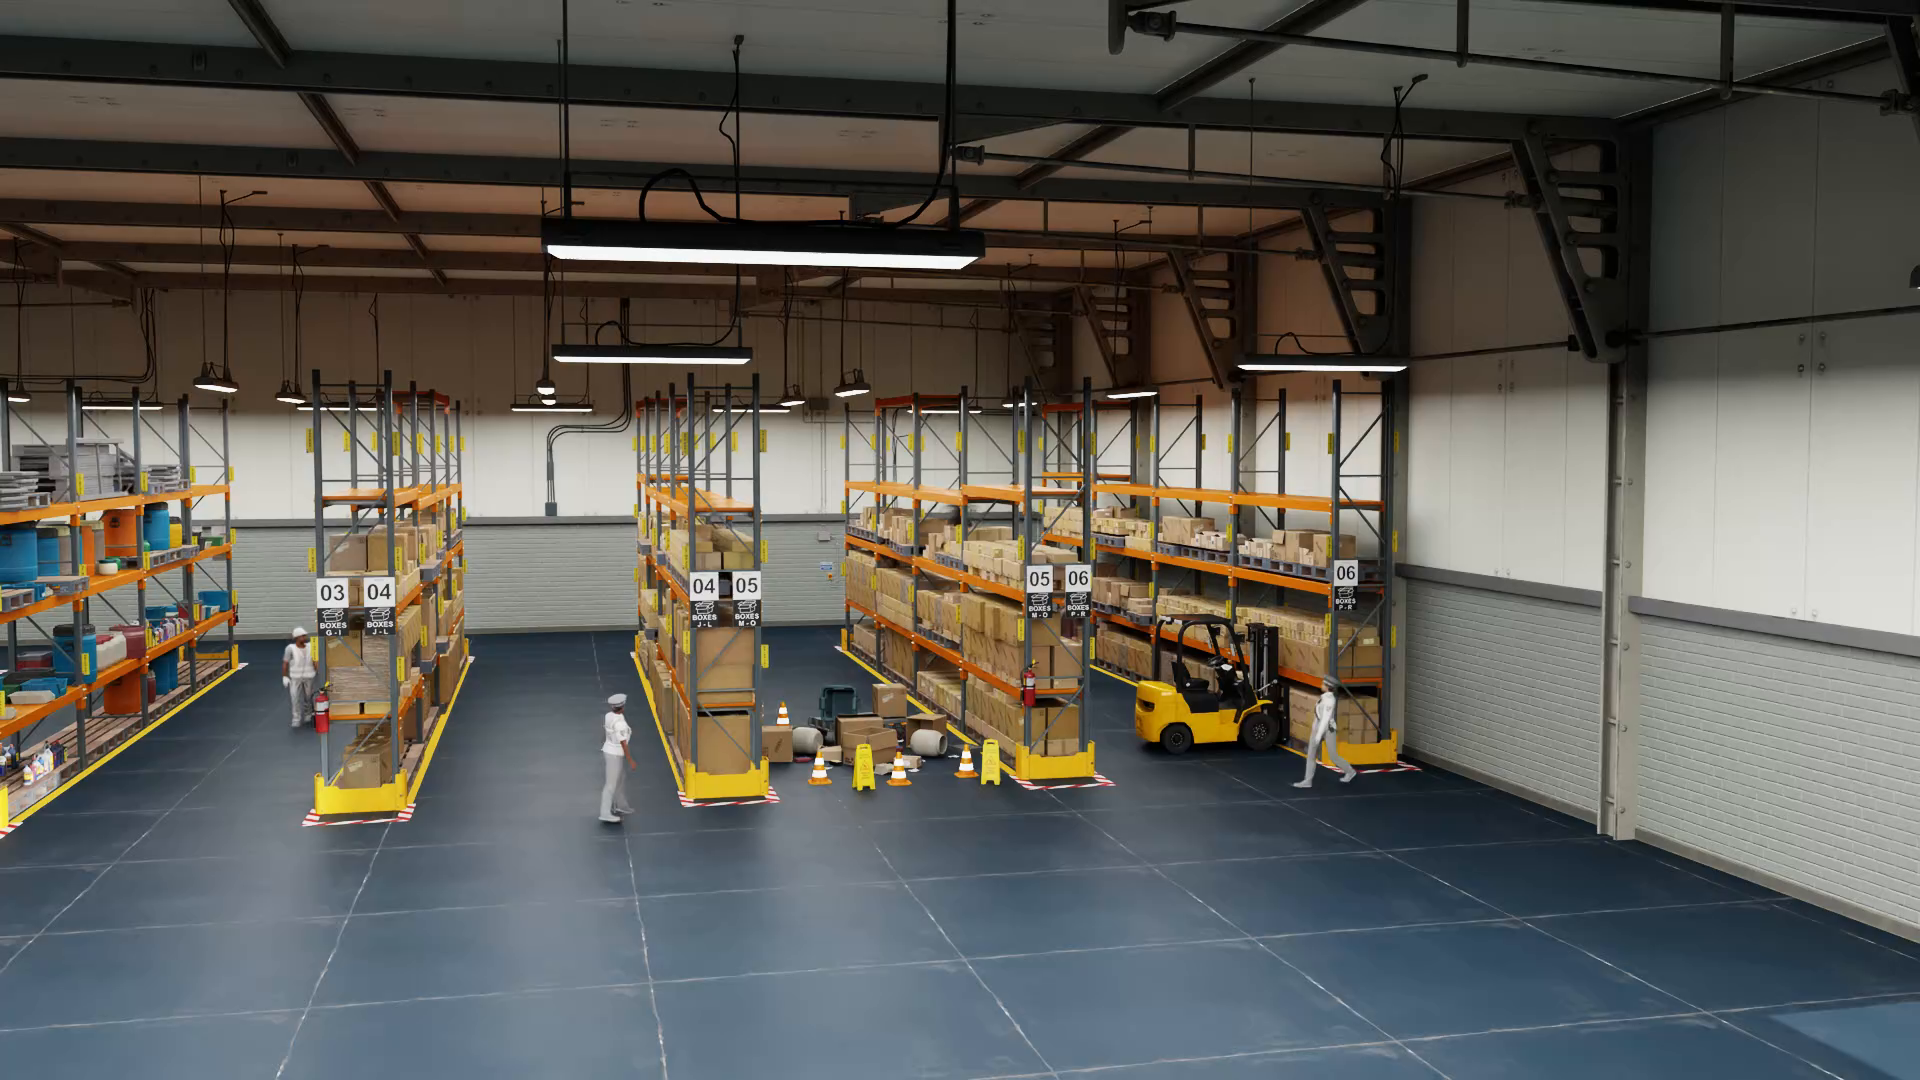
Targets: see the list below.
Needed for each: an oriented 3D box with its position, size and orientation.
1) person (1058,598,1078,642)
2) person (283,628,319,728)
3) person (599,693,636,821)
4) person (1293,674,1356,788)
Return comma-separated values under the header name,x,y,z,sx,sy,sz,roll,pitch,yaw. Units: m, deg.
name,x,y,z,sx,sy,sz,roll,pitch,yaw
person,2.184,2.066,35.582,0.689,1.767,0.615,-1,3,-15
person,-11.594,2.417,29.343,0.666,1.729,1.050,-1,3,-16
person,-4.577,2.890,22.226,0.569,1.702,0.633,-1,4,-21
person,5.329,2.774,24.175,0.957,1.653,0.436,-2,4,-28
